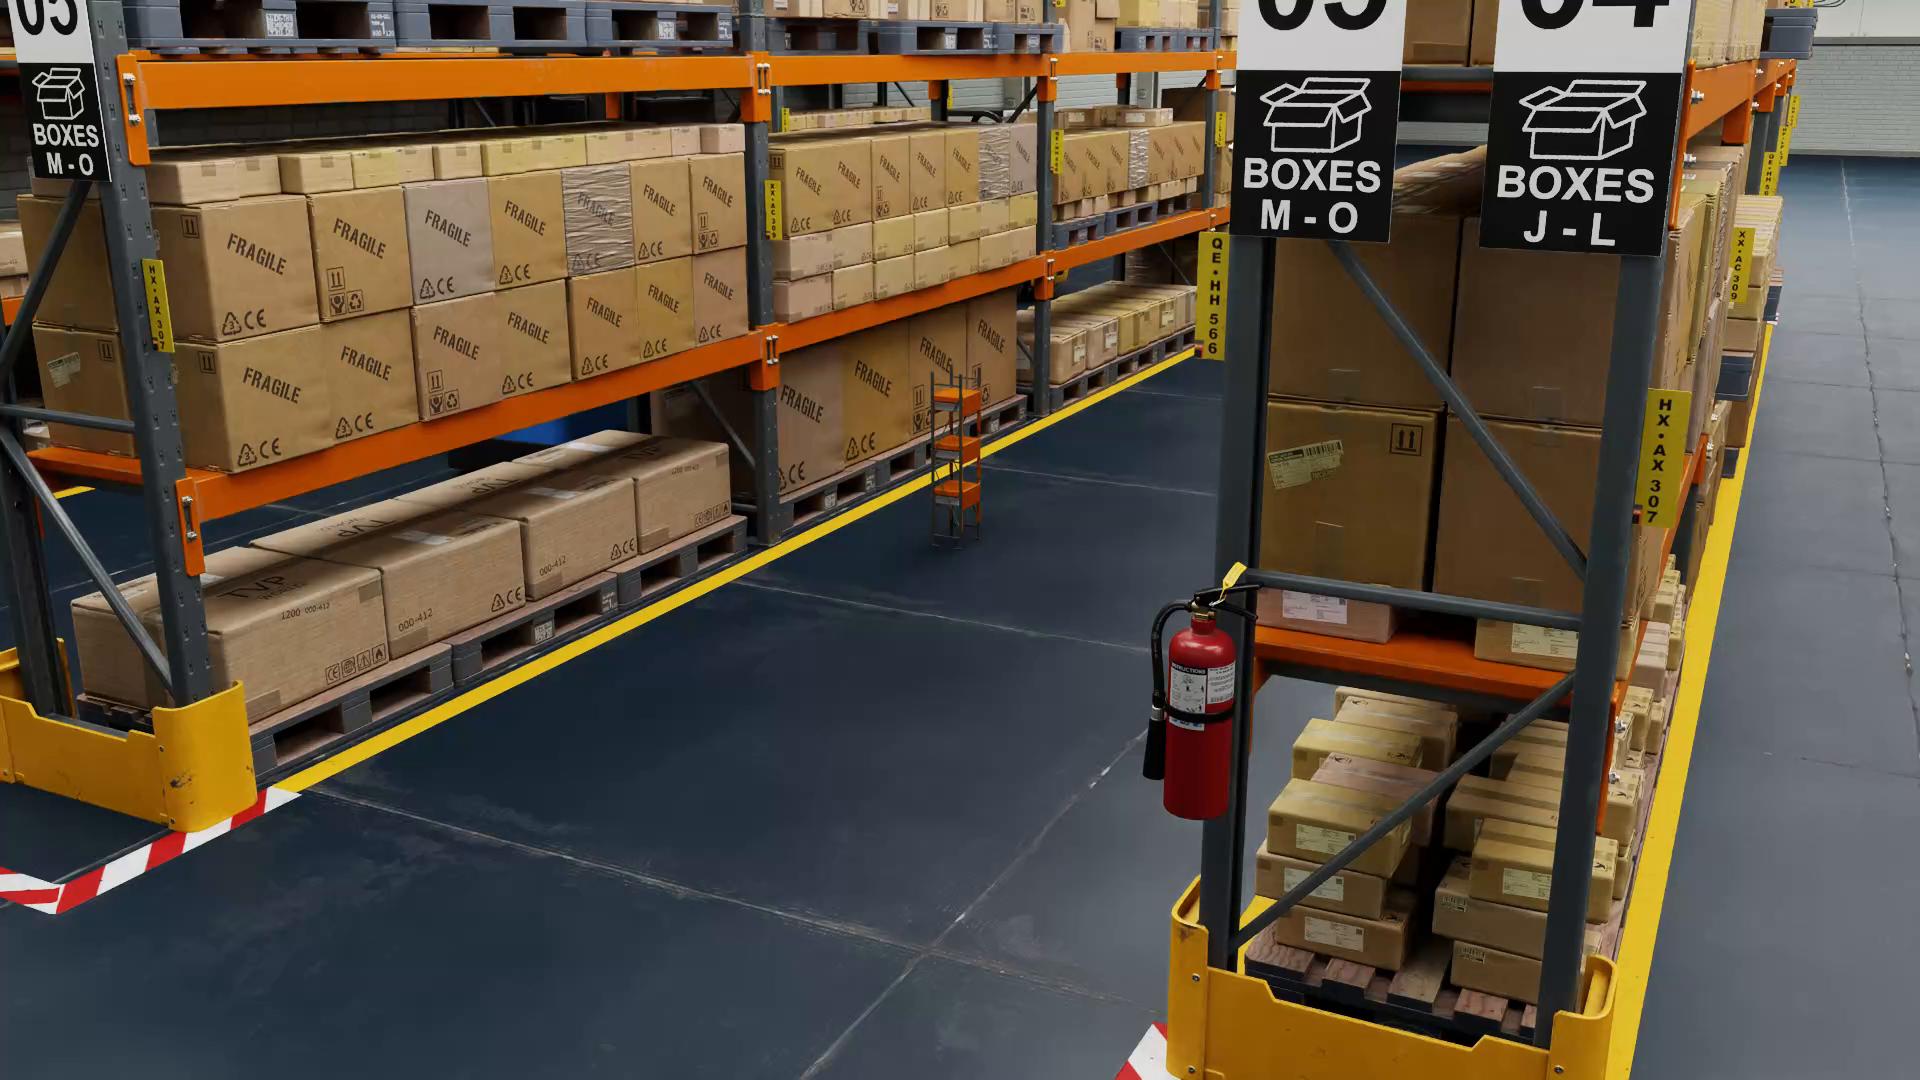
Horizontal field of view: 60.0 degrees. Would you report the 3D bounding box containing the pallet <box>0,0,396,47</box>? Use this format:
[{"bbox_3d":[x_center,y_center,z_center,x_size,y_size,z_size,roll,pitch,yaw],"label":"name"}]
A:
[{"bbox_3d":[-3.008,-2.032,6.485,1.003,0.211,1.213,8,18,25],"label":"pallet"}]

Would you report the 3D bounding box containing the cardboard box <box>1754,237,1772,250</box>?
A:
[{"bbox_3d":[3.754,-1.406,8.148,0.380,0.149,0.250,8,18,26],"label":"cardboard box"}]

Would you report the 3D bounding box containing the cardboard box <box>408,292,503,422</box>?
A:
[{"bbox_3d":[-2.414,-0.840,7.408,0.500,0.500,0.500,8,18,25],"label":"cardboard box"}]

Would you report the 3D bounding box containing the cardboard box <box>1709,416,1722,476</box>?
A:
[{"bbox_3d":[3.733,-0.514,8.823,0.500,0.250,0.500,9,19,27],"label":"cardboard box"}]

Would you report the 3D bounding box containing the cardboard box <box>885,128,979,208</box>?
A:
[{"bbox_3d":[-0.202,-2.589,11.541,0.500,0.500,0.500,8,18,25],"label":"cardboard box"}]

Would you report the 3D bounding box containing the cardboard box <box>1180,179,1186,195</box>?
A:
[{"bbox_3d":[1.915,-3.353,15.748,0.380,0.149,0.250,8,18,24],"label":"cardboard box"}]

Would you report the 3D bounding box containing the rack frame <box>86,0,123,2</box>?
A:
[{"bbox_3d":[-3.330,-3.322,5.405,1.000,3.000,0.127,8,18,25],"label":"rack frame"}]

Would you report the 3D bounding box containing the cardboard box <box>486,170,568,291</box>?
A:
[{"bbox_3d":[-2.191,-1.451,7.711,0.500,0.500,0.500,8,18,26],"label":"cardboard box"}]

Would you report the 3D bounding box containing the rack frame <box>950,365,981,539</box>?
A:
[{"bbox_3d":[0.031,-0.521,9.934,0.200,1.050,0.008,8,18,25],"label":"rack frame"}]

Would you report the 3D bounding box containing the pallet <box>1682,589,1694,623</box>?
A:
[{"bbox_3d":[3.277,0.277,8.721,1.003,0.211,1.213,8,18,25],"label":"pallet"}]

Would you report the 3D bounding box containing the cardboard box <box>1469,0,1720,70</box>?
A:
[{"bbox_3d":[1.573,-1.290,4.095,0.500,0.250,0.500,9,19,27],"label":"cardboard box"}]

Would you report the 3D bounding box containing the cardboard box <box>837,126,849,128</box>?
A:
[{"bbox_3d":[-1.532,-4.796,19.590,0.380,0.149,0.250,8,18,25],"label":"cardboard box"}]

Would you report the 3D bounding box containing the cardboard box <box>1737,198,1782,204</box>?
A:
[{"bbox_3d":[4.795,-1.999,10.146,0.380,0.149,0.250,8,18,25],"label":"cardboard box"}]

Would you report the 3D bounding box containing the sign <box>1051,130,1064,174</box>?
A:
[{"bbox_3d":[0.743,-2.969,12.720,0.100,0.325,0.005,8,18,25],"label":"sign"}]

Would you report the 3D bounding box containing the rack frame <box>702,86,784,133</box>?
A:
[{"bbox_3d":[-2.410,-4.134,18.673,1.000,3.000,0.127,8,18,25],"label":"rack frame"}]

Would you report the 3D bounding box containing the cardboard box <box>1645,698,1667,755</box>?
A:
[{"bbox_3d":[2.598,0.711,6.632,0.380,0.149,0.250,8,18,25],"label":"cardboard box"}]

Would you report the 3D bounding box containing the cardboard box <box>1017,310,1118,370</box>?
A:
[{"bbox_3d":[0.828,-1.757,14.551,0.950,0.372,0.625,8,18,24],"label":"cardboard box"}]

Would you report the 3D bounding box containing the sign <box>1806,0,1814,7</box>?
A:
[{"bbox_3d":[8.772,-5.670,17.161,0.100,0.325,0.005,8,18,25],"label":"sign"}]

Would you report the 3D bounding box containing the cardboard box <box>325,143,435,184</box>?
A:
[{"bbox_3d":[-2.480,-1.610,7.106,0.380,0.149,0.250,8,18,26],"label":"cardboard box"}]

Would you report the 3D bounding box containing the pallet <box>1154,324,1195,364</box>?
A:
[{"bbox_3d":[1.685,-1.968,16.279,1.003,0.211,1.213,8,18,25],"label":"pallet"}]

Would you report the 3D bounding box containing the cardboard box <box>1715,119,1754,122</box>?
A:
[{"bbox_3d":[5.835,-3.039,13.056,0.700,0.500,0.500,8,18,26],"label":"cardboard box"}]

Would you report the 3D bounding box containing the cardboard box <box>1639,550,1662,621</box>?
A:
[{"bbox_3d":[1.826,0.105,4.842,0.380,0.149,0.250,8,18,24],"label":"cardboard box"}]

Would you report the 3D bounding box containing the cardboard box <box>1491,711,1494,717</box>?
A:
[{"bbox_3d":[1.937,0.692,6.697,0.380,0.149,0.250,8,18,24],"label":"cardboard box"}]

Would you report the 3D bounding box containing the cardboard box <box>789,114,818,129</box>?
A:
[{"bbox_3d":[-1.861,-4.823,19.156,0.380,0.149,0.250,8,18,24],"label":"cardboard box"}]

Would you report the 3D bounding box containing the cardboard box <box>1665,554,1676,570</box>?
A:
[{"bbox_3d":[3.005,0.143,7.501,0.380,0.149,0.250,9,19,27],"label":"cardboard box"}]

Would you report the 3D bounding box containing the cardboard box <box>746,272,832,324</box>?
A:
[{"bbox_3d":[-1.110,-1.472,9.975,0.500,0.250,0.500,8,18,24],"label":"cardboard box"}]

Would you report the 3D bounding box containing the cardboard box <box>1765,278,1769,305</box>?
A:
[{"bbox_3d":[4.212,-1.381,9.109,0.380,0.149,0.250,7,18,23],"label":"cardboard box"}]

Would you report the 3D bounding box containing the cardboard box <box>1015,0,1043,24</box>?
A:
[{"bbox_3d":[0.211,-4.058,12.230,0.797,0.503,0.637,7,18,22],"label":"cardboard box"}]

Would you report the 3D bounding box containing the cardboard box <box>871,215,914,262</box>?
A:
[{"bbox_3d":[-0.637,-1.971,10.777,0.500,0.250,0.500,8,18,26],"label":"cardboard box"}]

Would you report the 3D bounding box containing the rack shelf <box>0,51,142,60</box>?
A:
[{"bbox_3d":[-6.879,-2.679,9.773,1.077,0.370,4.000,8,18,25],"label":"rack shelf"}]

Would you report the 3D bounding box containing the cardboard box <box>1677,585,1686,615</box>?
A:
[{"bbox_3d":[3.074,0.282,7.553,0.380,0.149,0.250,9,19,26],"label":"cardboard box"}]

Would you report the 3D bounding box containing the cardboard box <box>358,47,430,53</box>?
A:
[{"bbox_3d":[-4.657,-4.064,13.432,0.500,0.250,0.500,8,18,25],"label":"cardboard box"}]

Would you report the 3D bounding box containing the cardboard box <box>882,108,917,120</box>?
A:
[{"bbox_3d":[-0.770,-5.399,21.096,0.380,0.149,0.250,9,19,27],"label":"cardboard box"}]

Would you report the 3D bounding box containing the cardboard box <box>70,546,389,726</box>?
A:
[{"bbox_3d":[-3.125,0.400,7.173,0.875,0.438,0.875,7,18,24],"label":"cardboard box"}]

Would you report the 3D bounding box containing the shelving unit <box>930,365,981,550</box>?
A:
[{"bbox_3d":[-0.024,-0.490,9.829,0.215,1.050,0.252,8,18,25],"label":"shelving unit"}]

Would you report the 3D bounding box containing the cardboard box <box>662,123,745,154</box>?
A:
[{"bbox_3d":[-1.396,-2.185,9.040,0.380,0.149,0.250,8,18,24],"label":"cardboard box"}]

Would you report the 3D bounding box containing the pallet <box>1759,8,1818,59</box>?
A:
[{"bbox_3d":[3.302,-2.353,7.739,1.213,0.211,1.003,8,18,25],"label":"pallet"}]

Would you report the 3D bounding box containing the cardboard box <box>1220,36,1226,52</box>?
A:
[{"bbox_3d":[2.394,-4.869,16.323,0.380,0.149,0.250,8,18,25],"label":"cardboard box"}]

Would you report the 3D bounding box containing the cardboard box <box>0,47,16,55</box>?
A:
[{"bbox_3d":[-6.121,-3.155,10.551,0.380,0.149,0.250,9,19,27],"label":"cardboard box"}]

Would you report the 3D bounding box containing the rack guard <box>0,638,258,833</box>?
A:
[{"bbox_3d":[-3.341,0.758,6.595,1.175,0.500,0.348,8,18,25],"label":"rack guard"}]

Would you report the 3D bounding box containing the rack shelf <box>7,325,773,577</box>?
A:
[{"bbox_3d":[-2.436,-0.611,8.077,1.077,0.370,4.000,8,18,25],"label":"rack shelf"}]

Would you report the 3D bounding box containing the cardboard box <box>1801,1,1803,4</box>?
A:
[{"bbox_3d":[7.198,-4.875,14.727,0.500,0.250,0.500,8,18,25],"label":"cardboard box"}]

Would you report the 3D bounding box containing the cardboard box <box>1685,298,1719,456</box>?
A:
[{"bbox_3d":[2.511,-0.634,6.193,0.500,0.500,0.500,8,18,25],"label":"cardboard box"}]

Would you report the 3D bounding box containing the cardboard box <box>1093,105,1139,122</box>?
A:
[{"bbox_3d":[1.505,-4.131,16.090,0.380,0.149,0.250,8,18,25],"label":"cardboard box"}]

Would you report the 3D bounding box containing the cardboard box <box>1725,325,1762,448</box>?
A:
[{"bbox_3d":[5.071,-1.147,11.830,1.050,0.750,0.750,8,18,25],"label":"cardboard box"}]

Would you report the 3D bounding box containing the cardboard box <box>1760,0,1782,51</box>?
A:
[{"bbox_3d":[4.251,-2.932,9.185,0.500,0.500,0.500,8,18,25],"label":"cardboard box"}]

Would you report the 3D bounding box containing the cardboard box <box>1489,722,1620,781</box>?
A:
[{"bbox_3d":[1.961,0.740,5.488,0.380,0.149,0.250,7,18,23],"label":"cardboard box"}]

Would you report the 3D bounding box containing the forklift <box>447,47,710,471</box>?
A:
[{"bbox_3d":[-2.488,-2.174,12.197,1.130,2.935,3.031,7,18,22],"label":"forklift"}]

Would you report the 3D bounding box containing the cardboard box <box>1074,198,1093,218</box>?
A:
[{"bbox_3d":[0.876,-2.756,13.738,0.380,0.149,0.250,7,18,22],"label":"cardboard box"}]

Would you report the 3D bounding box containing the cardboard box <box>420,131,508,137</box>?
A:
[{"bbox_3d":[-2.442,-1.924,8.164,0.380,0.149,0.250,8,18,25],"label":"cardboard box"}]

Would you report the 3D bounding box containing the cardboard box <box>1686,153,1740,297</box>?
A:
[{"bbox_3d":[2.736,-1.245,6.492,0.500,0.500,0.500,7,18,24],"label":"cardboard box"}]

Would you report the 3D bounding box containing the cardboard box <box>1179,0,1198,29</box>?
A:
[{"bbox_3d":[1.901,-4.903,15.522,0.500,0.250,0.500,8,18,24],"label":"cardboard box"}]
